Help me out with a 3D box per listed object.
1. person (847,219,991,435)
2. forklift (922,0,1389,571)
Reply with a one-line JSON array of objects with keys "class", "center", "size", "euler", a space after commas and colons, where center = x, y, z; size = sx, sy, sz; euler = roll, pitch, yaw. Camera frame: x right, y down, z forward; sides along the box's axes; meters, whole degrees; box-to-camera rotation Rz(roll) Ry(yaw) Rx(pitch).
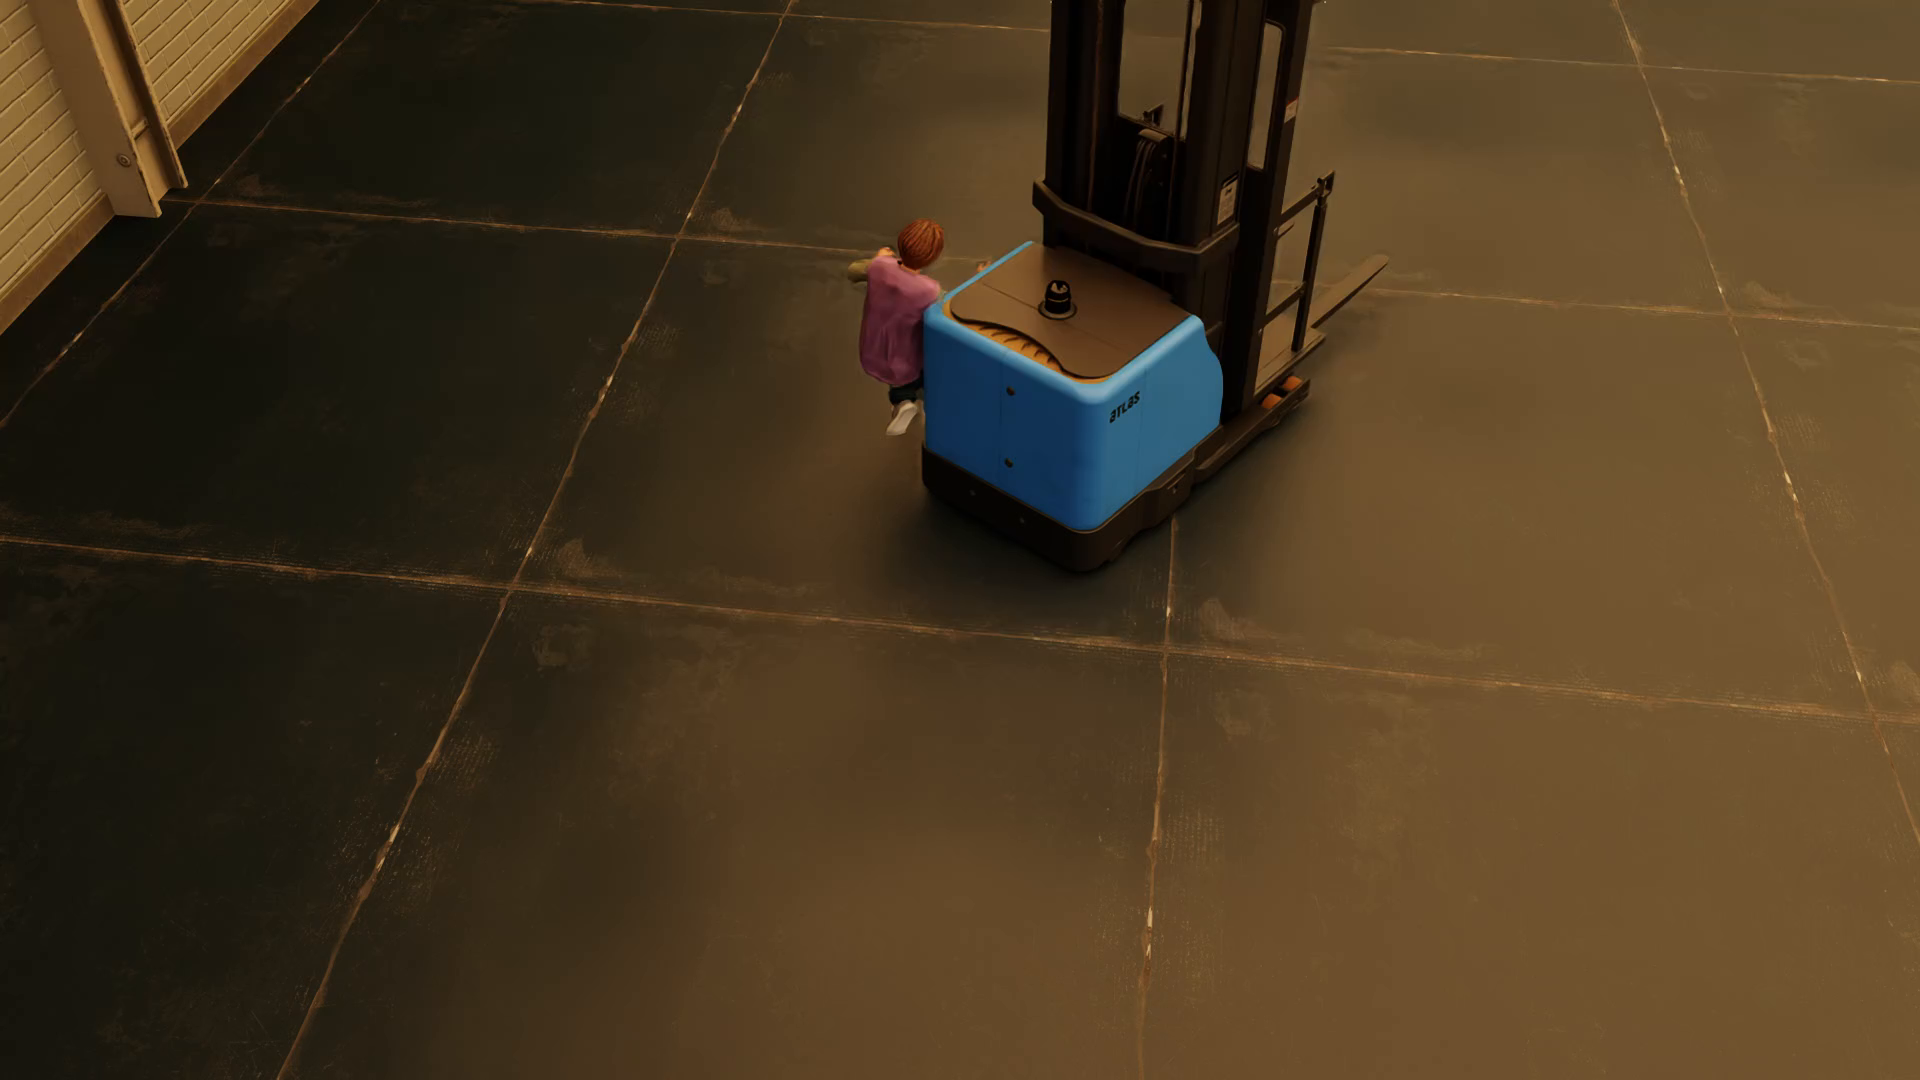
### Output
[{"class": "person", "center": [-0.140, -1.005, 7.956], "size": [0.791, 1.372, 0.710], "euler": [23, 48, 23]}, {"class": "forklift", "center": [1.158, -1.861, 7.750], "size": [1.130, 2.935, 3.031], "euler": [30, 50, 29]}]
